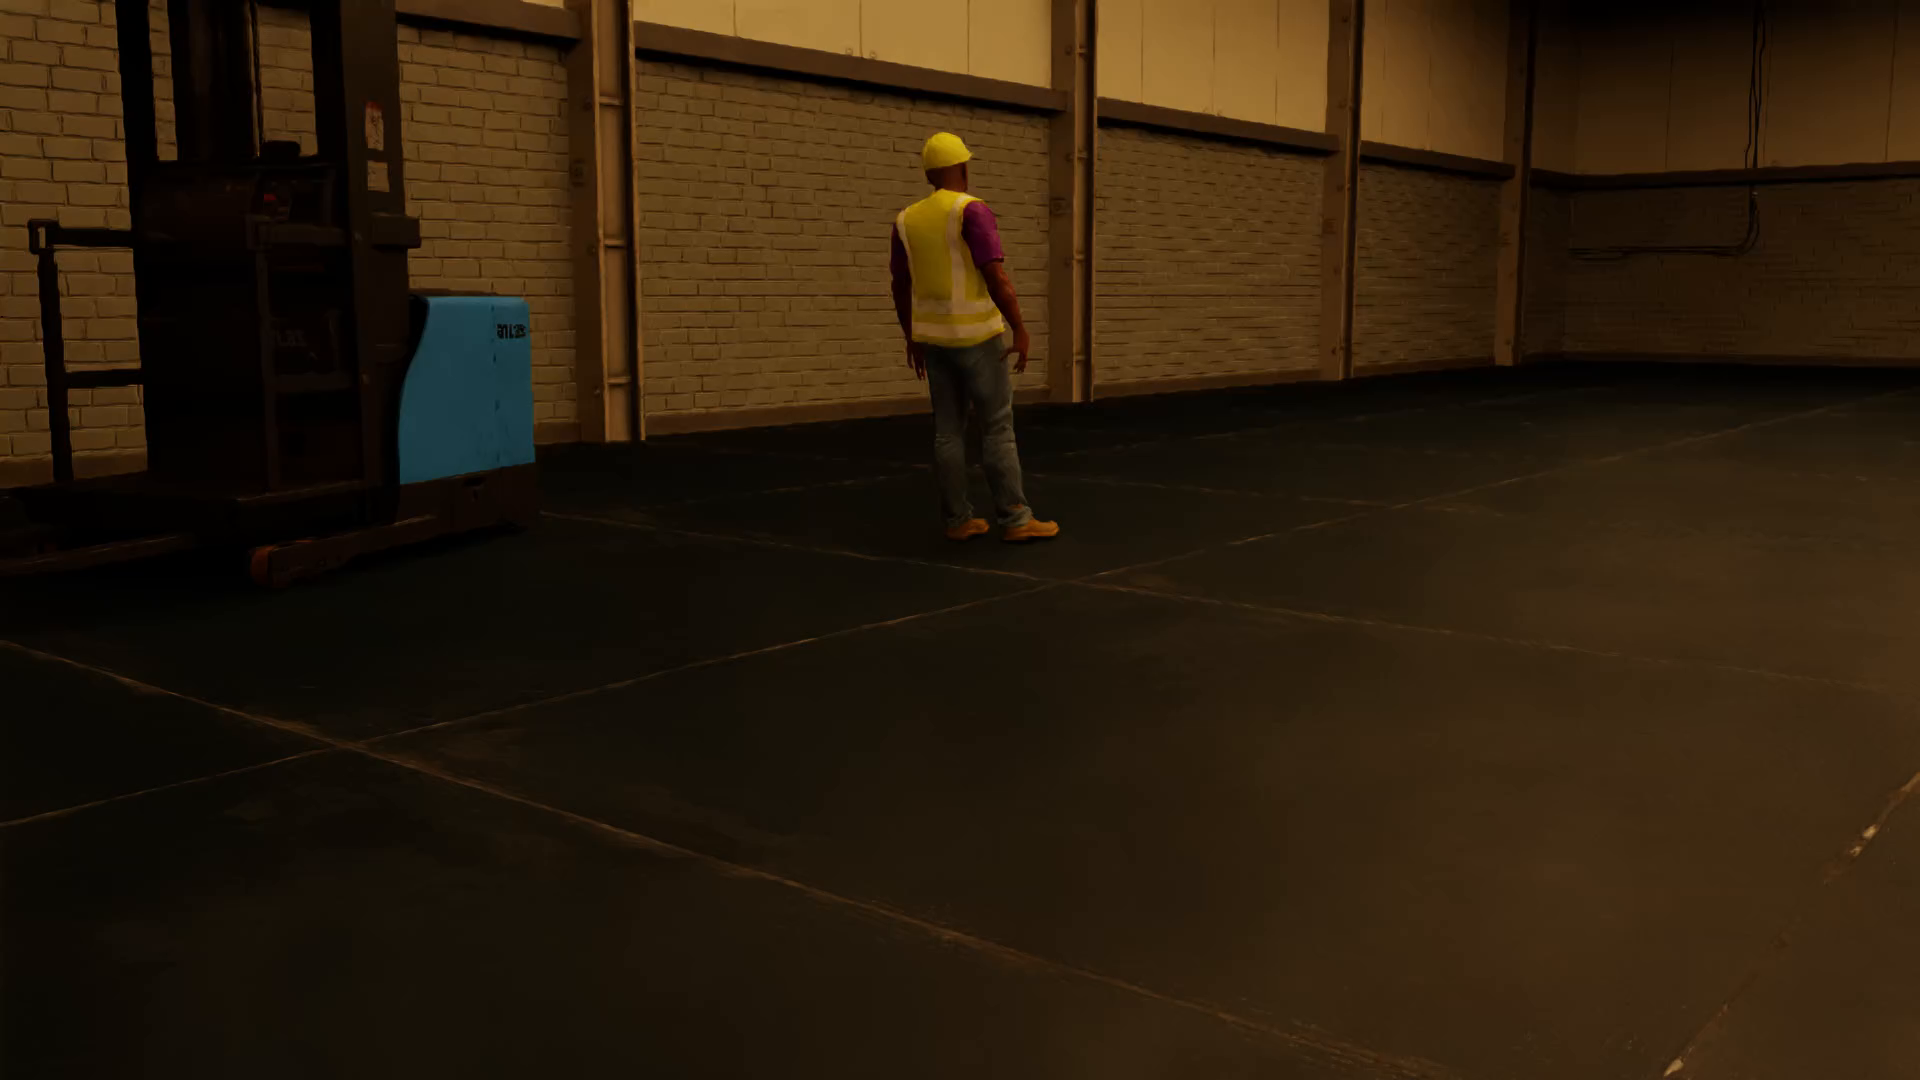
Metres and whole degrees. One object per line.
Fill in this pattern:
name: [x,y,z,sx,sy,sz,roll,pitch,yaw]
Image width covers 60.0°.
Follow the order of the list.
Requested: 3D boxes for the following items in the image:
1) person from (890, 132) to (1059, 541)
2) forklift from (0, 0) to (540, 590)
person: [0.048,-0.888,7.326,0.665,1.766,0.576,7,11,38]
forklift: [-2.921,-1.331,6.377,1.130,2.935,3.031,3,9,19]
